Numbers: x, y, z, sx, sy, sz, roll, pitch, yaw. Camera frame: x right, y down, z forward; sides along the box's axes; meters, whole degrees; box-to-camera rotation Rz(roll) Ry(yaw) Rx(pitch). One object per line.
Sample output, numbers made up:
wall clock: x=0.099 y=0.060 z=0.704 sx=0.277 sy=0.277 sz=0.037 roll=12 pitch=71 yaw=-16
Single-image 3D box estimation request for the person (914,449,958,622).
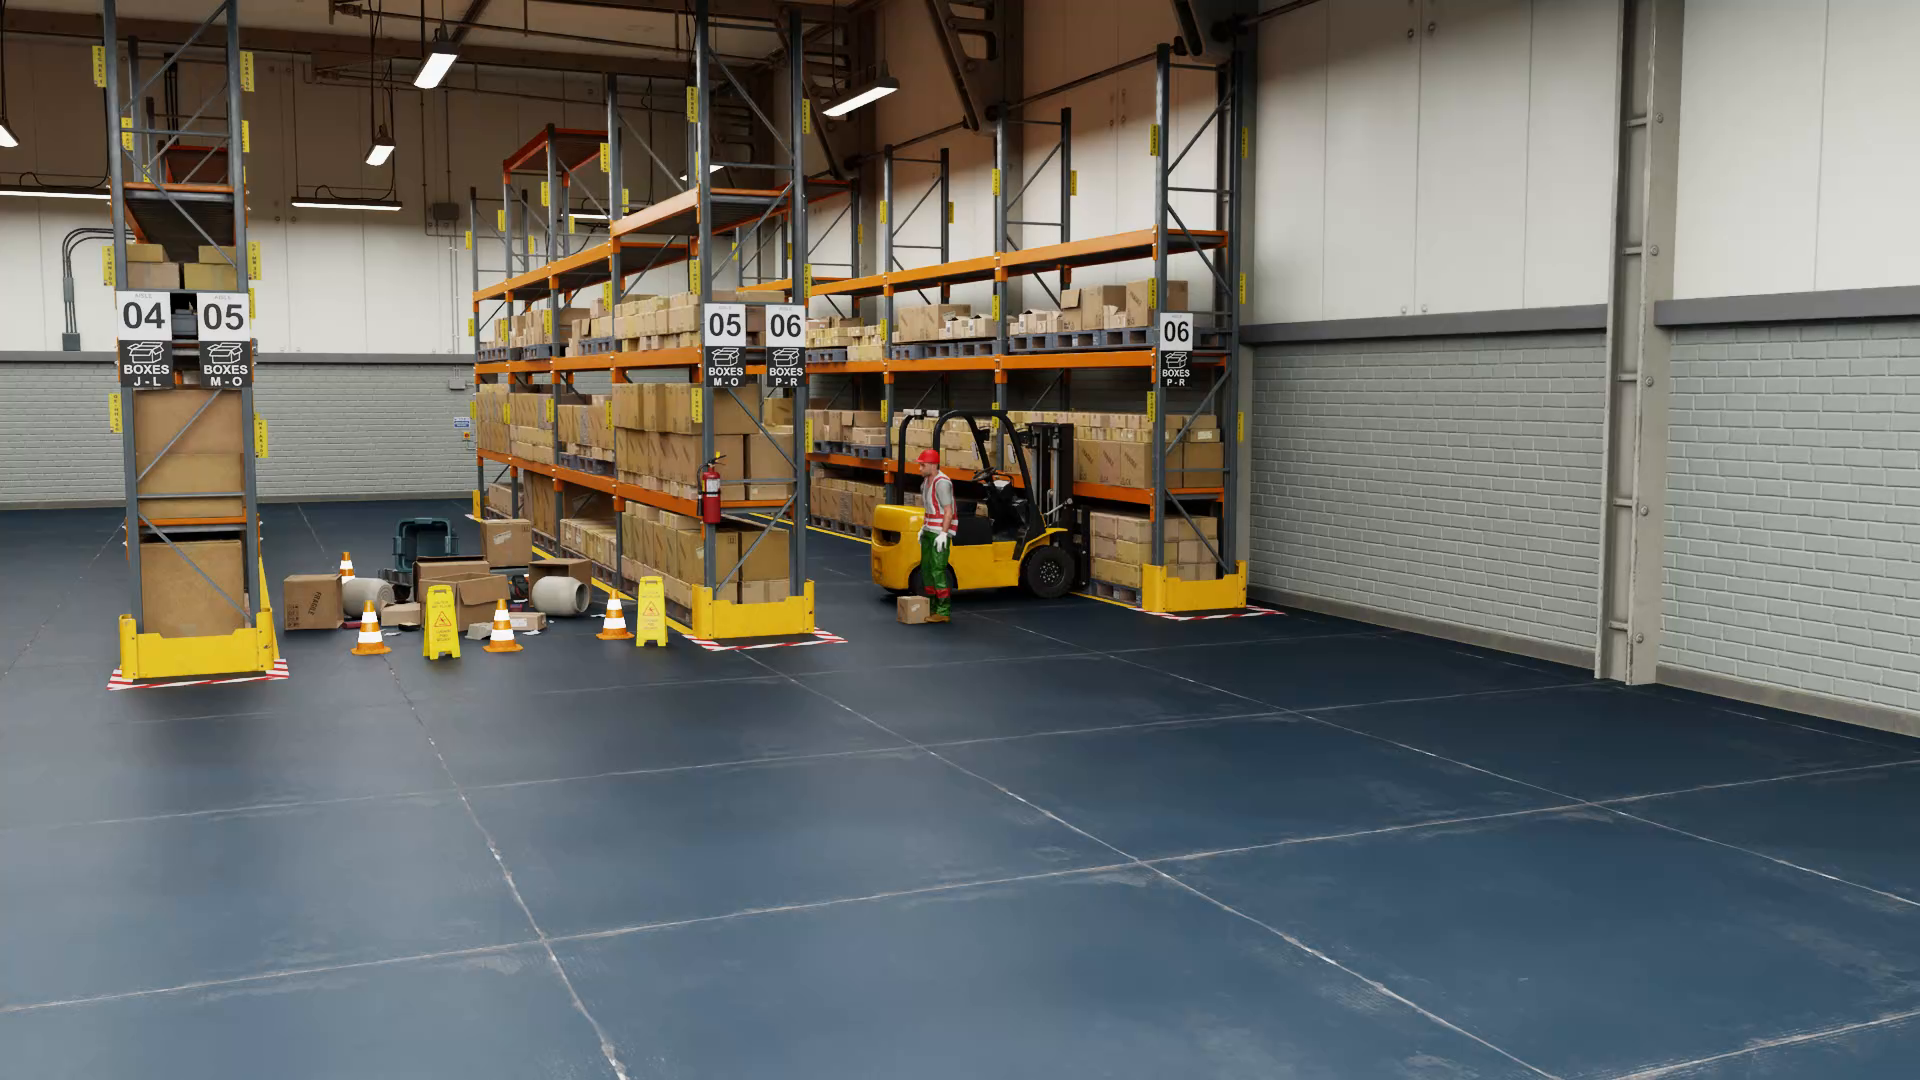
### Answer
person: x=-0.271 y=-0.050 z=17.162 sx=0.453 sy=1.778 sz=0.606 roll=-2 pitch=6 yaw=-24
